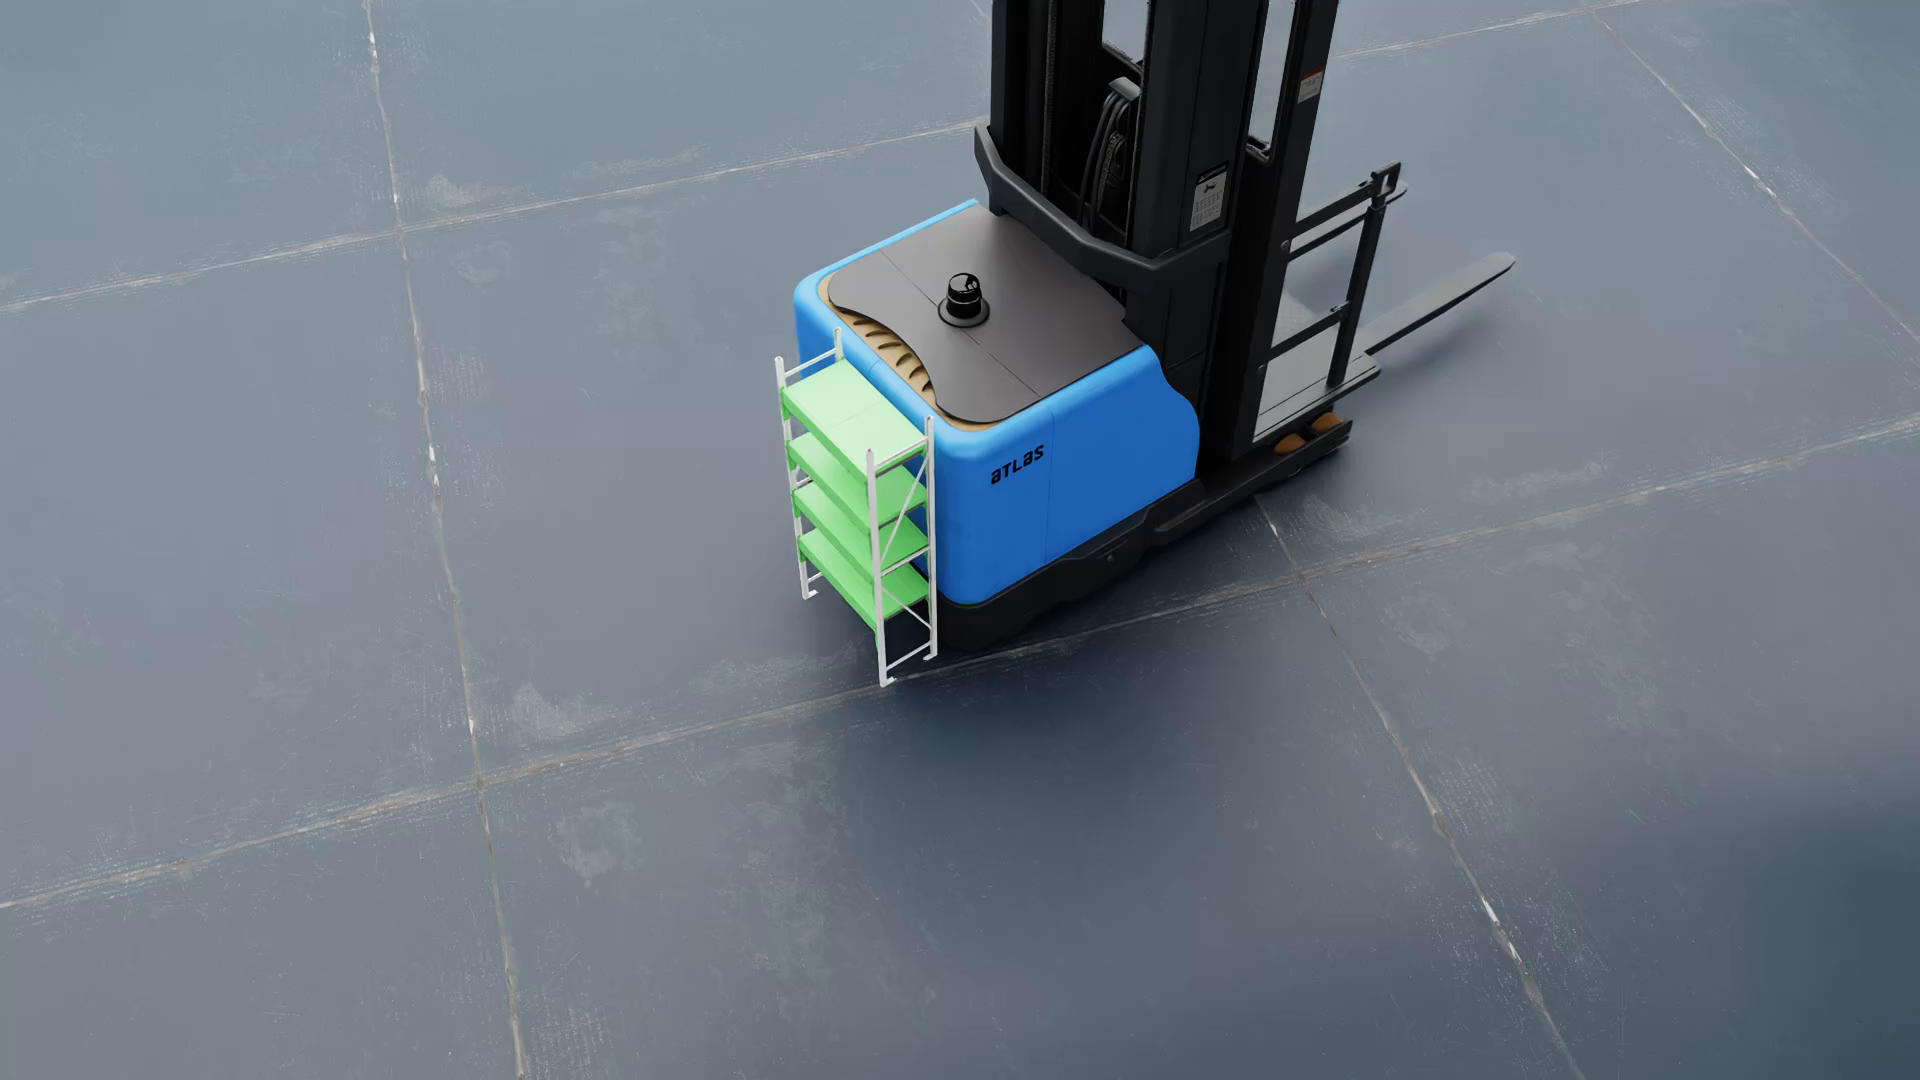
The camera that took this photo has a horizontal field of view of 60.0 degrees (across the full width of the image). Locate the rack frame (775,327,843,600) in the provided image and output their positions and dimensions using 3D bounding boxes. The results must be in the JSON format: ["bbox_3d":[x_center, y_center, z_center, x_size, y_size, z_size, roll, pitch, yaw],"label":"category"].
[{"bbox_3d":[-0.474,-0.227,5.656,0.240,1.200,0.015,-30,56,-23],"label":"rack frame"}]

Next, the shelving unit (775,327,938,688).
[{"bbox_3d":[-0.327,-0.078,5.531,0.258,1.200,0.503,-30,56,-23],"label":"shelving unit"}]

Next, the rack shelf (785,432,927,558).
[{"bbox_3d":[-0.327,-0.191,5.396,0.258,0.148,0.480,-30,56,-23],"label":"rack shelf"}]

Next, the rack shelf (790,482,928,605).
[{"bbox_3d":[-0.327,-0.037,5.580,0.258,0.148,0.480,-30,56,-23],"label":"rack shelf"}]

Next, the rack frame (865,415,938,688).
[{"bbox_3d":[-0.180,0.071,5.405,0.240,1.200,0.015,-30,56,-23],"label":"rack frame"}]

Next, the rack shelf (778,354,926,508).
[{"bbox_3d":[-0.327,-0.346,5.213,0.258,0.148,0.480,-30,56,-23],"label":"rack shelf"}]

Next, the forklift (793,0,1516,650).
[{"bbox_3d":[0.910,-1.490,5.589,3.031,2.935,1.130,-30,56,-23],"label":"forklift"}]

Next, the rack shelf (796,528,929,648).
[{"bbox_3d":[-0.327,0.118,5.763,0.258,0.148,0.480,-30,56,-23],"label":"rack shelf"}]
